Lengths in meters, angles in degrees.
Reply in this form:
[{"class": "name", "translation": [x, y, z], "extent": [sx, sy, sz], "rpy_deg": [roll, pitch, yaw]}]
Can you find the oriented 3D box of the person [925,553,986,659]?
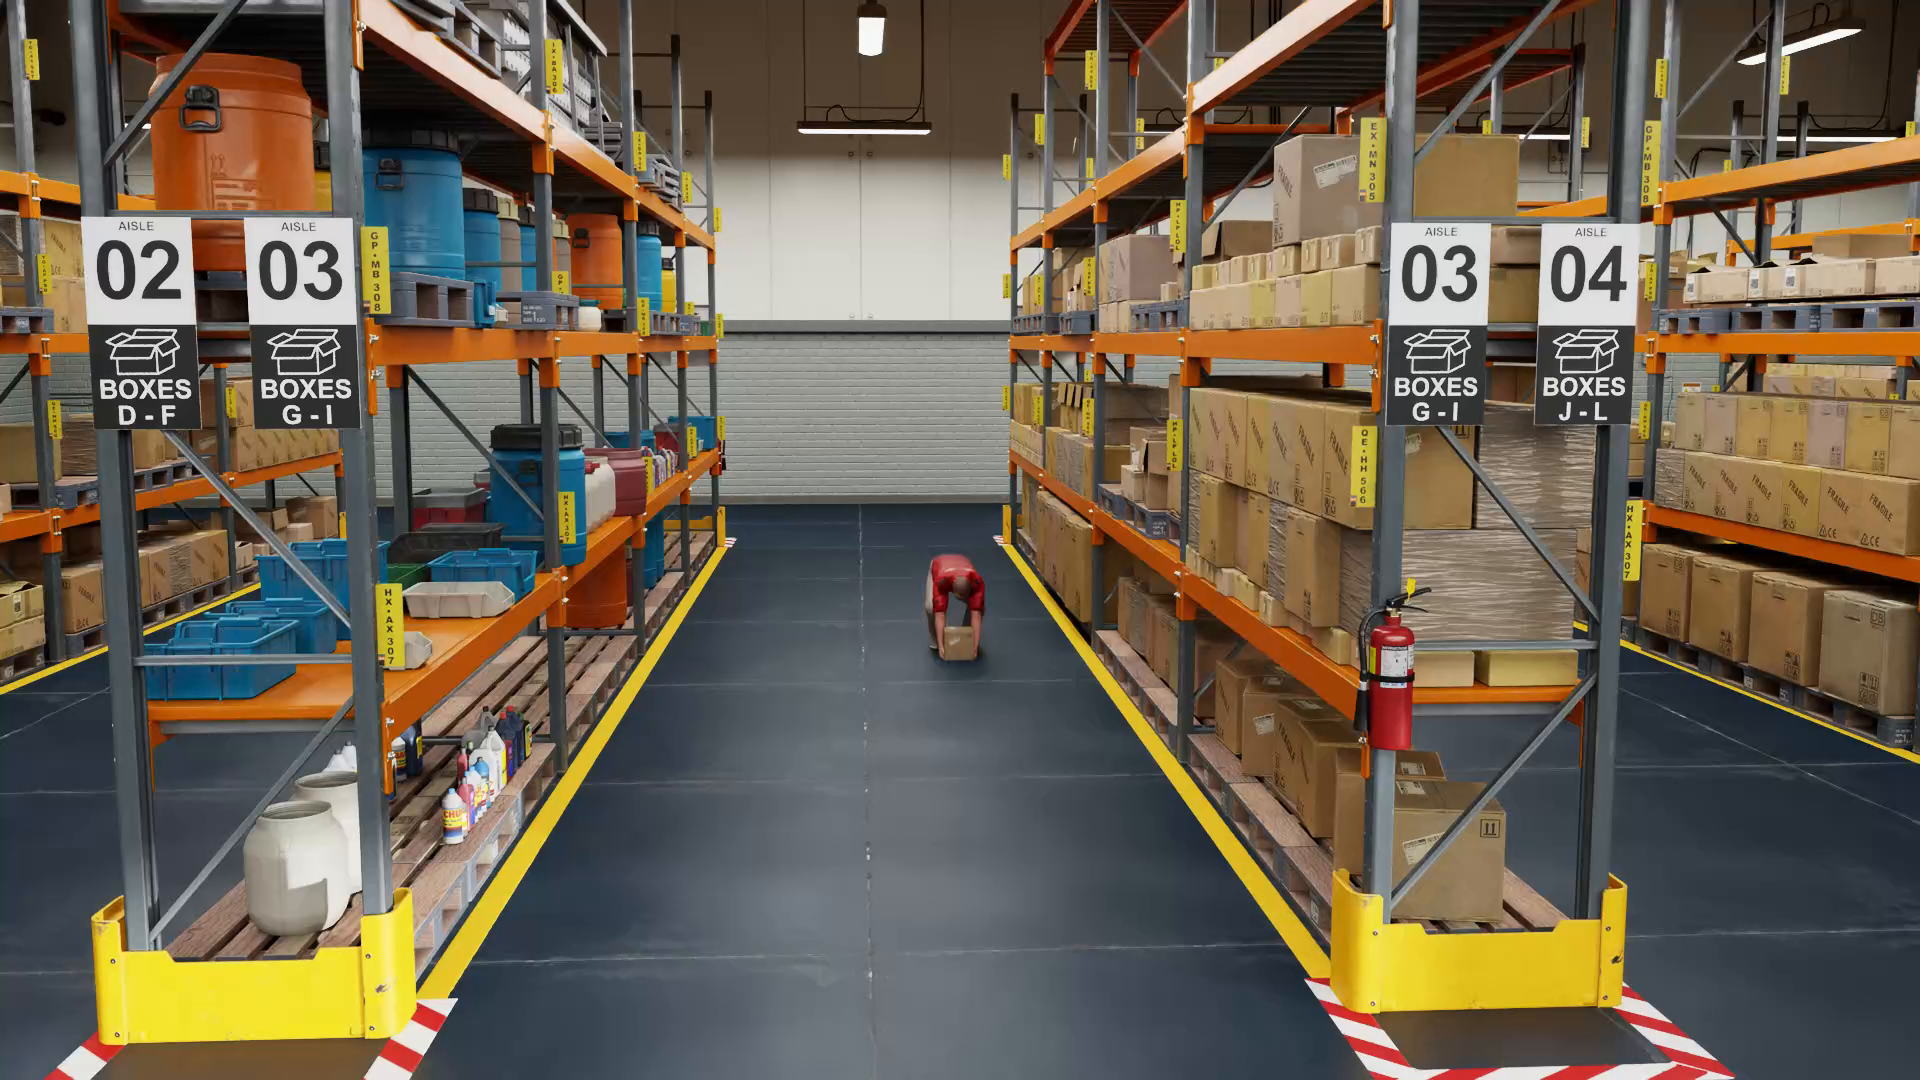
[{"class": "person", "translation": [-0.039, 0.574, 14.754], "extent": [0.545, 0.867, 0.957], "rpy_deg": [-1, 7, -6]}]
